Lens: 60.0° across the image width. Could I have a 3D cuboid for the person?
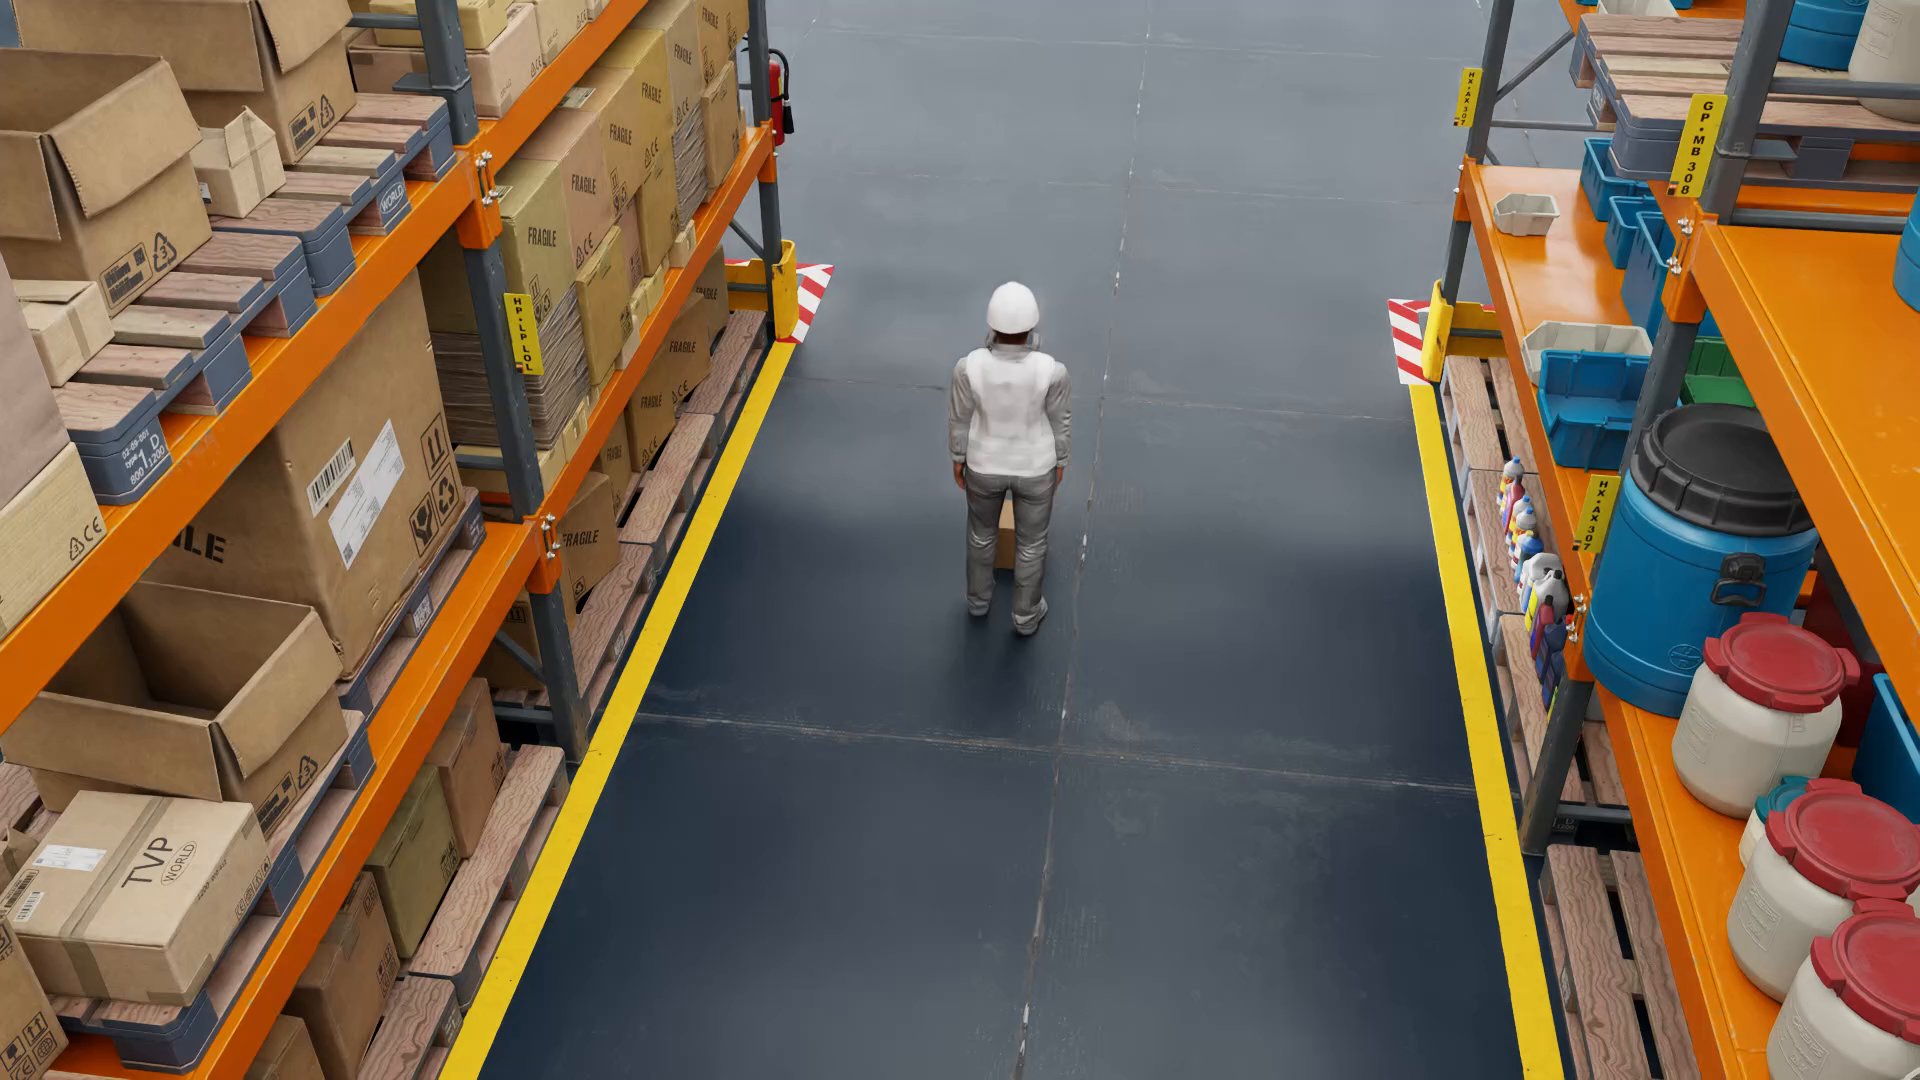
[{"bbox_3d":[0.228,-0.380,7.542,0.540,1.772,0.439,5,36,7],"label":"person"}]
